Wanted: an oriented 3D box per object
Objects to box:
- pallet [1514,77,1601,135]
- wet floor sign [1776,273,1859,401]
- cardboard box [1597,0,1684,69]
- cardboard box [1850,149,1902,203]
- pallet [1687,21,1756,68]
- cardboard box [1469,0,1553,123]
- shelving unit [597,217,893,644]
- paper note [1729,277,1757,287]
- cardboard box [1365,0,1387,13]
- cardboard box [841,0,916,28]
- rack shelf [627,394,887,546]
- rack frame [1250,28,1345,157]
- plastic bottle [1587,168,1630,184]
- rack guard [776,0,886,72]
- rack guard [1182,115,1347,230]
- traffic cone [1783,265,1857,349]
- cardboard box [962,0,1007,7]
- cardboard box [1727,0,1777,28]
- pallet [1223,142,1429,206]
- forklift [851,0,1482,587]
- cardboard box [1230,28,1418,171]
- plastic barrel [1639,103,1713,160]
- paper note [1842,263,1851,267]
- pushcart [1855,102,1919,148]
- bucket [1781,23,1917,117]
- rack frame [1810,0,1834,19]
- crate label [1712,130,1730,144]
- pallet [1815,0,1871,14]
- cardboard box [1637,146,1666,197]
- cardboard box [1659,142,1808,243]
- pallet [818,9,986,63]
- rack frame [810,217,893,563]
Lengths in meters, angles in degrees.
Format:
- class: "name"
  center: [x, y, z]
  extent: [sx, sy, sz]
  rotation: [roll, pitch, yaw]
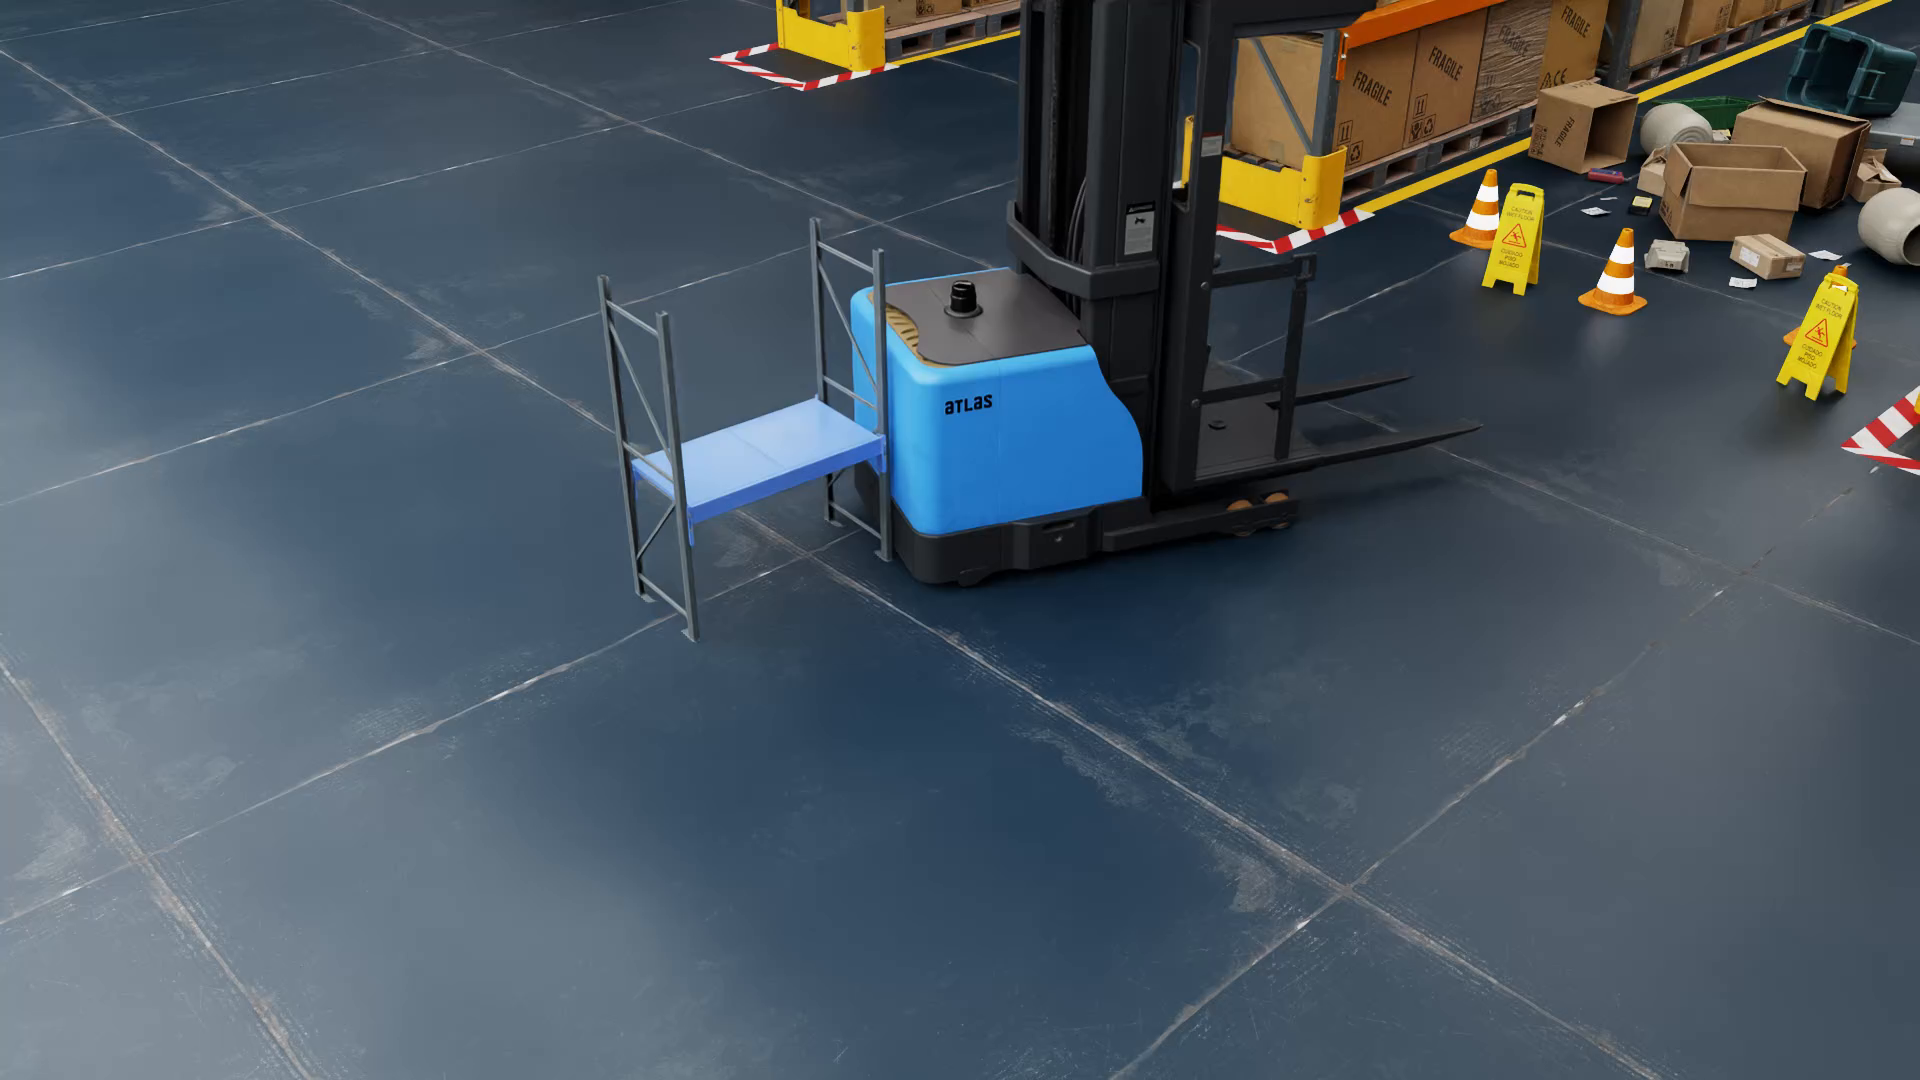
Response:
- class: "pallet"
  center: [4.417, -3.623, 13.473]
  extent: [1.213, 0.211, 1.003]
  rotation: [-26, 40, -35]
- class: "wet floor sign"
  center: [4.668, -1.114, 8.953]
  extent: [0.232, 0.644, 0.267]
  rotation: [-12, 34, -19]
- class: "cardboard box"
  center: [5.422, -4.527, 14.031]
  extent: [0.750, 0.750, 1.050]
  rotation: [-26, 40, -36]
- class: "cardboard box"
  center: [6.411, -2.561, 11.683]
  extent: [0.258, 0.266, 0.396]
  rotation: [4, 32, 6]
- class: "pallet"
  center: [6.437, -4.601, 15.071]
  extent: [1.213, 0.211, 1.003]
  rotation: [-26, 40, -35]
- class: "cardboard box"
  center: [3.861, -3.808, 12.736]
  extent: [0.875, 0.875, 0.875]
  rotation: [-25, 40, -35]
- class: "shelving unit"
  center: [-0.872, -0.473, 7.087]
  extent: [1.048, 1.500, 0.538]
  rotation: [-23, 38, -32]
- class: "paper note"
  center: [4.874, -1.606, 10.348]
  extent: [0.148, 0.019, 0.142]
  rotation: [15, 34, 23]
- class: "cardboard box"
  center: [2.336, -3.847, 11.022]
  extent: [0.550, 0.550, 0.875]
  rotation: [-26, 40, -35]
- class: "cardboard box"
  center: [-0.734, -4.895, 14.873]
  extent: [0.500, 0.500, 0.500]
  rotation: [-18, 36, -27]
- class: "rack shelf"
  center: [-0.872, -0.320, 7.180]
  extent: [1.000, 0.185, 0.538]
  rotation: [-23, 38, -32]
- class: "rack frame"
  center: [2.095, -3.634, 10.817]
  extent: [0.127, 3.000, 1.000]
  rotation: [-26, 40, -35]
- class: "plastic bottle"
  center: [4.675, -2.616, 11.970]
  extent: [0.283, 0.061, 0.133]
  rotation: [15, 34, 23]
- class: "rack guard"
  center: [-1.148, -4.528, 14.675]
  extent: [0.348, 0.500, 1.175]
  rotation: [-26, 40, -35]
- class: "rack guard"
  center: [2.077, -2.559, 11.456]
  extent: [0.348, 0.500, 1.175]
  rotation: [-26, 40, -35]
- class: "traffic cone"
  center: [4.973, -1.340, 9.498]
  extent: [0.334, 0.463, 0.336]
  rotation: [-26, 40, -35]
- class: "cardboard box"
  center: [0.153, -5.335, 15.593]
  extent: [0.500, 0.500, 0.500]
  rotation: [-22, 38, -31]
- class: "cardboard box"
  center: [6.814, -5.198, 15.129]
  extent: [0.750, 0.750, 1.050]
  rotation: [-25, 39, -35]
- class: "pallet"
  center: [2.628, -2.758, 12.058]
  extent: [1.213, 0.211, 1.003]
  rotation: [-26, 40, -35]
- class: "forklift"
  center: [1.061, -1.514, 7.416]
  extent: [3.031, 2.935, 1.130]
  rotation: [-11, 33, -17]
- class: "cardboard box"
  center: [2.547, -3.172, 11.697]
  extent: [0.875, 0.875, 0.875]
  rotation: [-26, 40, -35]
- class: "plastic barrel"
  center: [5.239, -2.964, 12.192]
  extent: [0.421, 0.421, 0.512]
  rotation: [-1, 31, -2]
- class: "paper note"
  center: [5.639, -1.746, 10.596]
  extent: [0.123, 0.001, 0.032]
  rotation: [-26, 40, -35]
- class: "pushcart"
  center: [6.881, -2.931, 12.181]
  extent: [1.648, 0.377, 0.936]
  rotation: [15, 34, 23]
- class: "bucket"
  center: [6.496, -3.374, 12.074]
  extent: [0.620, 0.611, 0.726]
  rotation: [-3, 30, -25]
- class: "rack frame"
  center: [7.961, -6.472, 15.458]
  extent: [0.127, 3.000, 1.000]
  rotation: [-26, 40, -35]
- class: "crate label"
  center: [5.627, -2.981, 12.494]
  extent: [0.298, 0.136, 0.250]
  rotation: [4, 32, 6]
- class: "pallet"
  center: [8.535, -5.559, 16.638]
  extent: [1.213, 0.211, 1.003]
  rotation: [-26, 40, -35]
- class: "cardboard box"
  center: [5.020, -2.572, 11.702]
  extent: [0.258, 0.266, 0.396]
  rotation: [-19, 36, -28]
- class: "cardboard box"
  center: [5.101, -2.303, 11.033]
  extent: [0.797, 0.503, 0.637]
  rotation: [4, 32, 6]
- class: "pallet"
  center: [-0.528, -4.679, 15.200]
  extent: [1.213, 0.211, 1.003]
  rotation: [-26, 40, -35]
- class: "rack frame"
  center: [-0.477, -0.640, 7.359]
  extent: [0.032, 1.500, 0.500]
  rotation: [-23, 38, -32]
